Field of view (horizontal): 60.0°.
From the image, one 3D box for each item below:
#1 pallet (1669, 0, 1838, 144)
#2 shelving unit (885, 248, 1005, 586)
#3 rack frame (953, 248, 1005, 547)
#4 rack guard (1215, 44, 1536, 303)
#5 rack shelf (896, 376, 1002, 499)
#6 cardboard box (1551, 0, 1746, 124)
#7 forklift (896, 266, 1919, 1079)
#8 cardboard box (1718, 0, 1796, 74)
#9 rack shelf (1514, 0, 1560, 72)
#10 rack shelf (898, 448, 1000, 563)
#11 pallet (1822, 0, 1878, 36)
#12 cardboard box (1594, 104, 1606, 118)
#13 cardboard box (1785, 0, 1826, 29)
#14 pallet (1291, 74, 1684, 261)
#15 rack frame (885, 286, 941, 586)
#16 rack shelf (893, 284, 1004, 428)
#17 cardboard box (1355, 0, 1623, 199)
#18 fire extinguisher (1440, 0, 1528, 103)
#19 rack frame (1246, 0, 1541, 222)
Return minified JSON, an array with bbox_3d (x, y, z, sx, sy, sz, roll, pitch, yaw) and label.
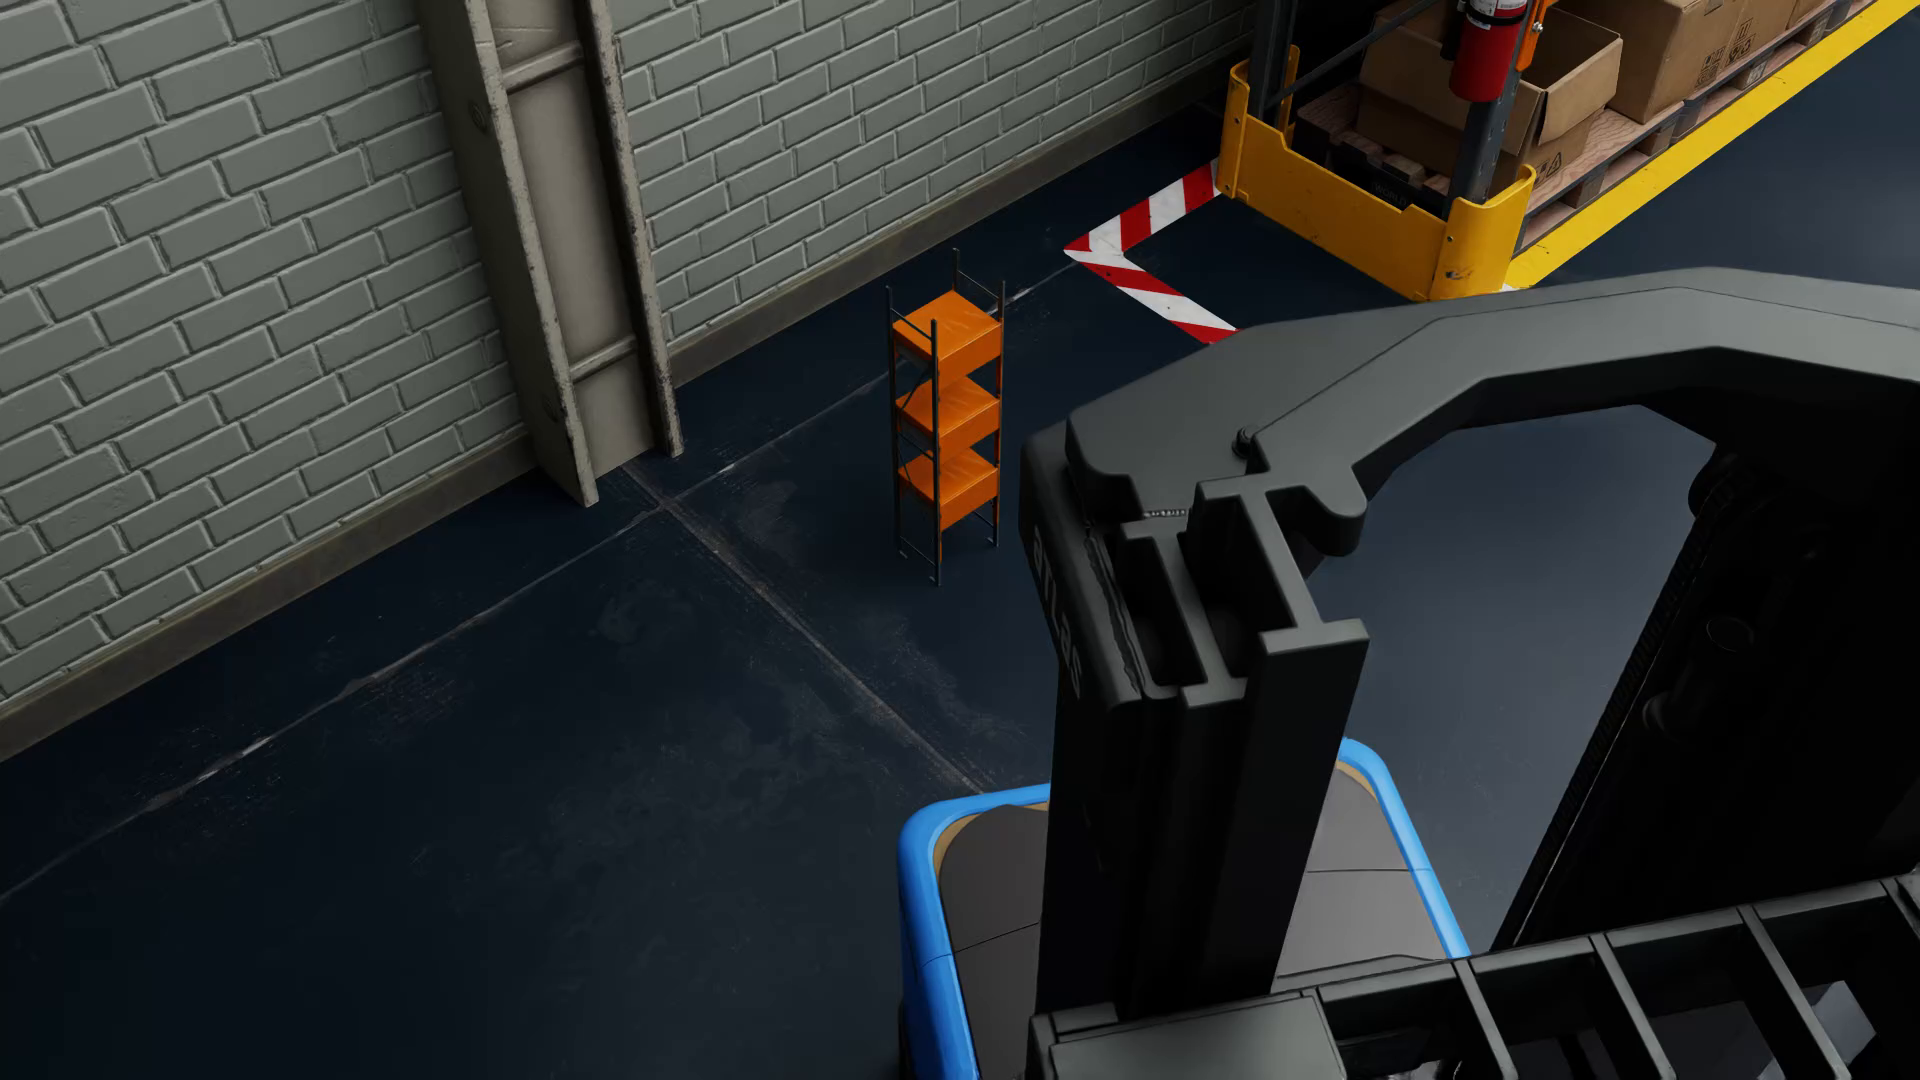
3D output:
[{"bbox_3d":[2.987,-2.230,7.164,1.213,0.211,1.003,-34,56,-27],"label":"pallet"},{"bbox_3d":[-0.040,-0.330,4.840,0.252,1.050,0.215,-34,56,-27],"label":"shelving unit"},{"bbox_3d":[0.051,-0.390,4.895,0.008,1.050,0.200,-34,56,-27],"label":"rack frame"},{"bbox_3d":[1.496,-1.333,6.140,0.348,0.500,1.175,-34,56,-27],"label":"rack guard"},{"bbox_3d":[-0.040,-0.322,4.847,0.240,0.259,0.215,-34,56,-27],"label":"rack shelf"},{"bbox_3d":[2.615,-2.090,6.553,0.500,0.500,0.700,-32,55,-26],"label":"cardboard box"},{"bbox_3d":[0.652,1.261,2.092,1.130,2.935,3.031,-8,48,-8],"label":"forklift"},{"bbox_3d":[3.073,-2.297,6.744,0.500,0.500,0.500,-33,55,-27],"label":"cardboard box"},{"bbox_3d":[2.919,-2.888,6.363,4.000,0.370,1.077,-34,56,-27],"label":"rack shelf"},{"bbox_3d":[-0.040,-0.134,5.052,0.240,0.259,0.215,-34,56,-27],"label":"rack shelf"},{"bbox_3d":[3.890,-2.836,7.723,1.213,0.211,1.003,-34,56,-27],"label":"pallet"},{"bbox_3d":[2.297,-1.758,6.485,0.250,0.149,0.380,-36,57,-28],"label":"cardboard box"},{"bbox_3d":[3.383,-2.603,7.026,0.500,0.500,0.700,-36,57,-28],"label":"cardboard box"},{"bbox_3d":[2.085,-1.629,6.610,1.213,0.211,1.003,-34,56,-27],"label":"pallet"},{"bbox_3d":[-0.130,-0.269,4.784,0.008,1.050,0.200,-34,56,-27],"label":"rack frame"},{"bbox_3d":[-0.040,-0.515,4.639,0.240,0.259,0.215,-34,56,-27],"label":"rack shelf"},{"bbox_3d":[1.956,-1.690,6.181,0.637,0.503,0.797,-36,57,-28],"label":"cardboard box"},{"bbox_3d":[1.642,-1.666,5.053,0.183,0.674,0.296,-34,56,-27],"label":"fire extinguisher"},{"bbox_3d":[1.440,-2.143,5.186,0.127,3.000,1.000,-34,56,-27],"label":"rack frame"}]
